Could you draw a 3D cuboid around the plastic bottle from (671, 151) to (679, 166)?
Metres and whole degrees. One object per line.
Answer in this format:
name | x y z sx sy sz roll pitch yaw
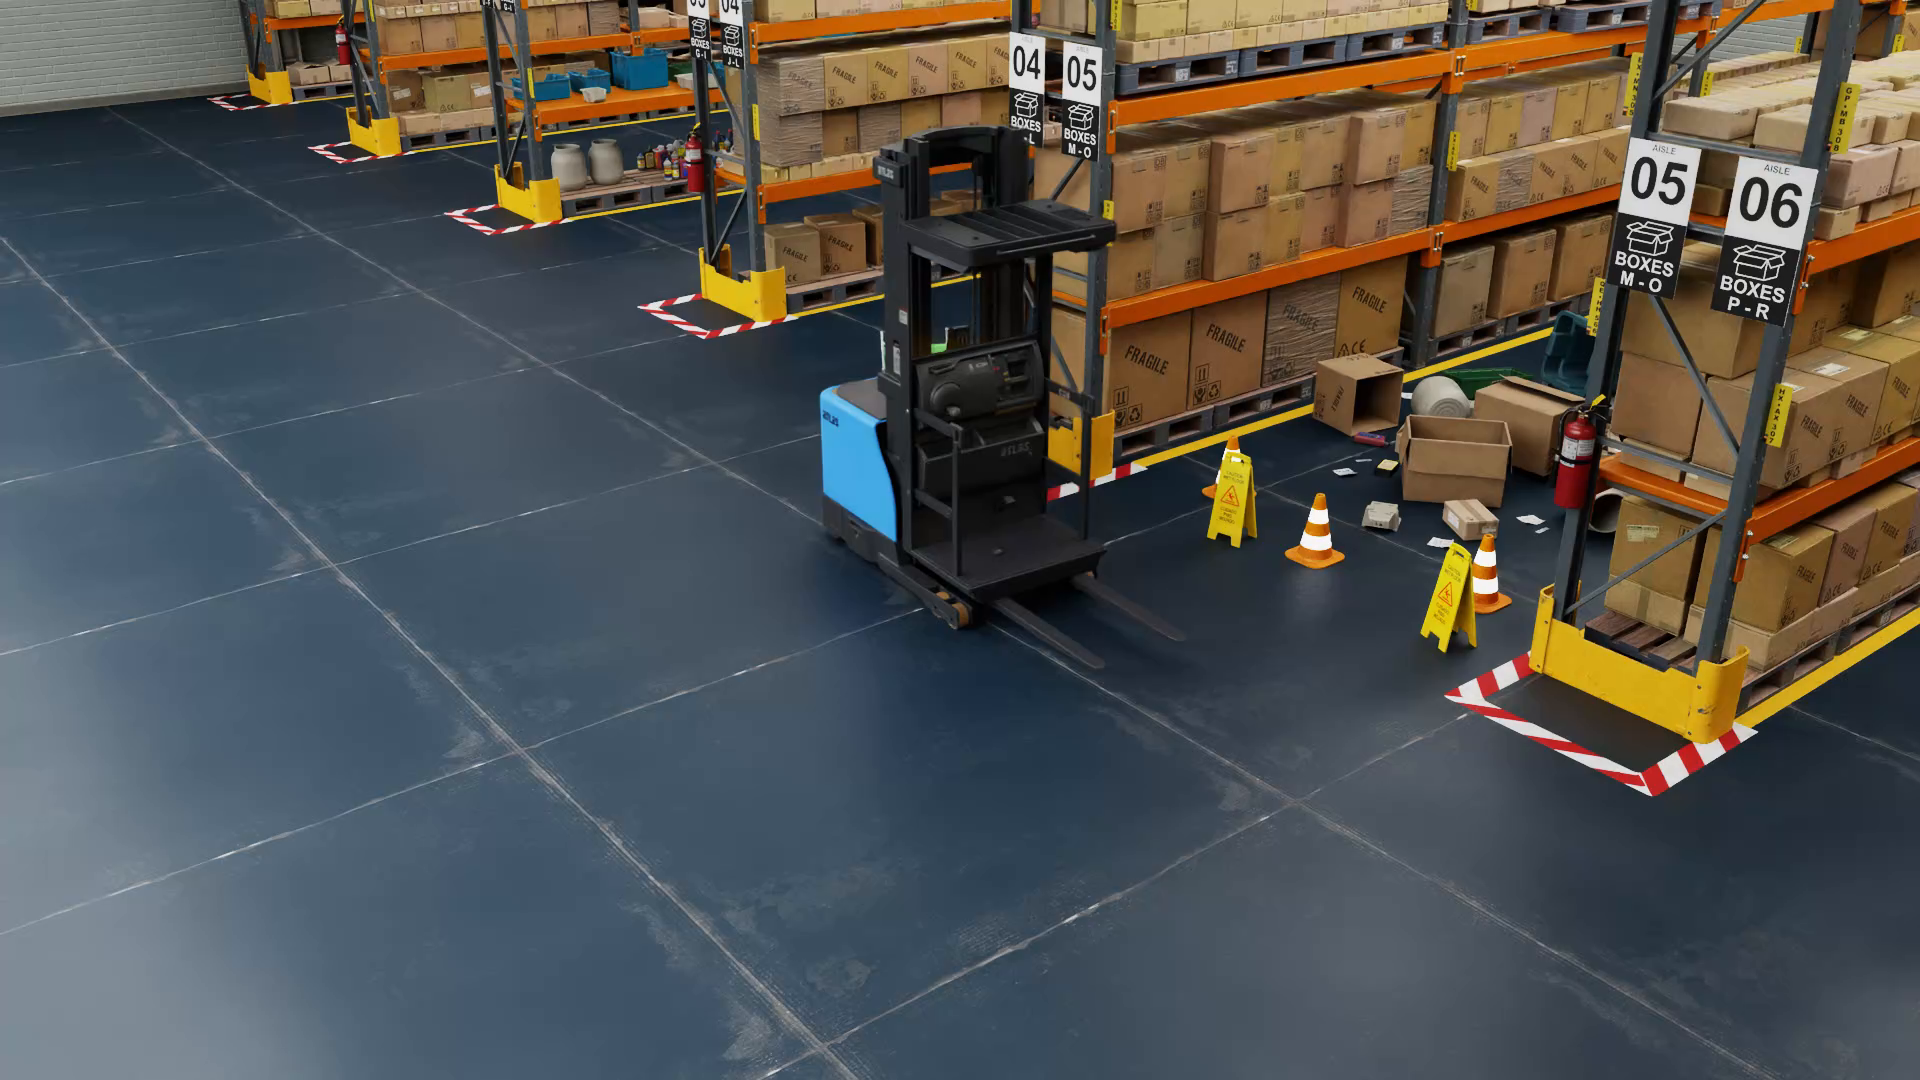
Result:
plastic bottle | -3.717 -4.960 21.676 0.097 0.201 0.097 0 25 0

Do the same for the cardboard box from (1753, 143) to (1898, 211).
cardboard box | 4.424 -1.898 8.537 0.500 0.250 0.500 -19 31 -35

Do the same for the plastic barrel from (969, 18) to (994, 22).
plastic barrel | 0.310 -7.142 23.444 0.421 0.512 0.421 0 25 0

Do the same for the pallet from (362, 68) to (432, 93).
pallet | -9.741 -7.903 28.527 1.213 0.211 1.003 -18 31 -34

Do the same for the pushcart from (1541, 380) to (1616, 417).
pushcart | 5.565 -1.020 13.499 1.648 0.377 0.936 15 29 29

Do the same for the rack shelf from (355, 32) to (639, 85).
rack shelf | -6.787 -7.187 24.526 4.000 0.370 1.077 -18 31 -34

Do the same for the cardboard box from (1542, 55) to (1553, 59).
cardboard box | 8.043 -6.818 23.175 0.250 0.149 0.380 -17 30 -32

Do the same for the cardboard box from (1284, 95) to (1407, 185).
cardboard box | 3.205 -3.372 13.993 0.550 0.550 0.875 -18 31 -34

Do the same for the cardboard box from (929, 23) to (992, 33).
cardboard box | -0.007 -5.221 17.776 0.500 0.500 0.500 -18 31 -34

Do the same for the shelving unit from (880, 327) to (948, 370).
shelving unit | -0.286 -0.956 12.344 0.503 1.200 0.258 -5 12 -12

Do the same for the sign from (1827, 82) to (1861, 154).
sign | 4.199 -2.005 7.906 0.005 0.325 0.100 -18 31 -34

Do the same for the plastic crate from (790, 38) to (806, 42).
plastic crate | -1.968 -6.647 22.433 0.583 0.464 0.402 -18 31 -34

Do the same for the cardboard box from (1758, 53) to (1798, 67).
cardboard box | 9.363 -5.481 19.089 0.250 0.149 0.380 -17 30 -33

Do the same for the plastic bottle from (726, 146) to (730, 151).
plastic bottle | -2.978 -4.989 21.640 0.133 0.283 0.061 -18 31 -34

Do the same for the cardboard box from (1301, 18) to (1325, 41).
cardboard box | 2.588 -3.966 12.849 0.250 0.149 0.380 -18 31 -34

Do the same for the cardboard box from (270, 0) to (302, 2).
cardboard box | -10.860 -8.939 26.711 0.500 0.500 0.500 -18 31 -34

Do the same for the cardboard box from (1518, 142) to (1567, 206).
cardboard box | 5.249 -3.434 15.467 0.500 0.500 0.500 -18 31 -34

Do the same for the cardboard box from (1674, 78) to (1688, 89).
cardboard box | 7.533 -4.878 17.790 0.250 0.149 0.380 -17 30 -32

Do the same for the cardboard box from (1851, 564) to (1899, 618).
cardboard box | 5.497 0.235 10.448 0.500 0.250 0.500 -16 29 -31

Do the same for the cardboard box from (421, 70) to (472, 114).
cardboard box | -7.410 -6.473 24.011 0.500 0.500 0.500 -18 31 -34

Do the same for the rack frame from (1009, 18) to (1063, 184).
rack frame | 0.896 -4.750 18.421 0.127 3.000 1.000 -18 31 -34

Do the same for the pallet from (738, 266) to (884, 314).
pallet | -1.530 -2.665 17.241 1.213 0.211 1.003 -18 31 -34

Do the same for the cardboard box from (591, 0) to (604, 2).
cardboard box | -5.491 -8.167 24.895 0.250 0.149 0.380 -19 31 -35

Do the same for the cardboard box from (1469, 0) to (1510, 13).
cardboard box | 4.506 -4.690 14.271 0.396 0.266 0.258 -19 31 -35

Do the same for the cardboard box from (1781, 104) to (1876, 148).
cardboard box | 4.458 -2.132 8.568 0.250 0.149 0.380 -18 31 -34

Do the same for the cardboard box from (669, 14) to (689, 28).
cardboard box | -4.390 -8.081 25.897 0.250 0.149 0.380 -18 31 -34

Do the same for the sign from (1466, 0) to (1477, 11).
sign | 4.221 -4.528 13.672 0.005 0.325 0.100 -18 31 -34

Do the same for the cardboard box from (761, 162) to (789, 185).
cardboard box | -1.880 -3.592 16.225 0.250 0.149 0.380 -18 31 -34

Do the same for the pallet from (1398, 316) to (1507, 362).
pallet | 4.438 -2.041 15.897 1.213 0.211 1.003 -18 31 -34

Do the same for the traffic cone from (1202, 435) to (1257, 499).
traffic cone | 2.024 -0.558 12.403 0.334 0.463 0.336 -18 31 -34

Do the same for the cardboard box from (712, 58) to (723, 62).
cardboard box | -3.931 -7.518 26.487 0.500 0.311 0.500 -19 31 -36

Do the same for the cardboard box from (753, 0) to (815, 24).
cardboard box | -1.713 -5.043 15.668 0.500 0.250 0.500 -17 30 -33

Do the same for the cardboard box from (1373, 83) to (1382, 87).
cardboard box | 4.999 -6.005 21.007 0.500 0.500 0.500 -19 31 -35

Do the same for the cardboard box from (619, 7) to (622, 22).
cardboard box | -6.549 -9.651 30.537 0.500 0.250 0.500 -18 31 -34

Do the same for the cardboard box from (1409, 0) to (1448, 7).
cardboard box | 3.648 -4.531 13.594 0.500 0.250 0.500 -19 31 -35

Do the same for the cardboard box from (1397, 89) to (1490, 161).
cardboard box | 4.264 -3.710 14.875 0.500 0.500 0.700 -19 31 -35

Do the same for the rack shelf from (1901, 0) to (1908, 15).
rack shelf | 11.746 -6.712 19.941 4.000 0.370 1.077 -18 31 -34

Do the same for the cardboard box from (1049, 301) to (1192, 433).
cardboard box | 1.223 -1.466 13.371 0.875 0.875 0.875 -18 30 -34

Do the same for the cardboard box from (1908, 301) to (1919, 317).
cardboard box | 6.009 -1.177 10.251 0.500 0.500 0.500 -17 30 -33

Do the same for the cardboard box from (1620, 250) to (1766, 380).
cardboard box | 4.131 -1.267 9.256 0.500 0.500 0.700 -19 31 -35

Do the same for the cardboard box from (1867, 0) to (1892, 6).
cardboard box | 10.779 -6.140 19.757 0.500 0.500 0.500 -19 31 -36

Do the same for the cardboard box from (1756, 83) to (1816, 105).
cardboard box | 4.595 -2.397 9.140 0.250 0.149 0.380 -18 30 -34

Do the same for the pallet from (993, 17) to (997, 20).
pallet | 0.589 -11.291 35.828 1.213 0.211 1.003 -18 31 -34

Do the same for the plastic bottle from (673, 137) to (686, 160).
plastic bottle | -3.681 -5.109 21.818 0.185 0.351 0.144 -17 30 -32

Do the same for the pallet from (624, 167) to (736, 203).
pallet | -3.675 -4.646 21.511 1.213 0.211 1.003 -18 31 -34

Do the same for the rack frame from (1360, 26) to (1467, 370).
rack frame | 3.877 -3.080 14.824 0.127 3.000 1.000 -18 31 -34

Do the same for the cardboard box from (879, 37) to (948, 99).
cardboard box | -0.470 -4.787 16.841 0.500 0.500 0.500 -18 31 -34

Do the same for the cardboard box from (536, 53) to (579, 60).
cardboard box | -6.160 -7.167 25.505 0.500 0.500 0.500 -18 31 -34

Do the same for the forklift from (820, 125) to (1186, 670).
forklift | 0.249 -0.991 10.405 1.130 2.935 3.031 -15 29 -30

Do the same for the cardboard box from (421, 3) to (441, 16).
cardboard box | -7.516 -7.497 23.452 0.250 0.149 0.380 -18 30 -34

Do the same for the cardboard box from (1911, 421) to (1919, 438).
cardboard box | 5.749 -0.768 10.140 0.250 0.149 0.380 -18 30 -34

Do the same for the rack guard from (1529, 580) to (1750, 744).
rack guard | 3.923 0.686 9.677 0.348 0.500 1.175 -18 31 -34

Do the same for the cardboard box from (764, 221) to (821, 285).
cardboard box | -1.750 -2.924 16.958 0.500 0.500 0.500 -12 28 -25

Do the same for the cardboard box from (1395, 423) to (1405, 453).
cardboard box | 3.661 -0.784 13.123 0.258 0.266 0.396 -13 28 -25

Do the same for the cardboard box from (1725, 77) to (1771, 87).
cardboard box | 8.334 -4.794 17.610 0.250 0.149 0.380 -17 30 -32
